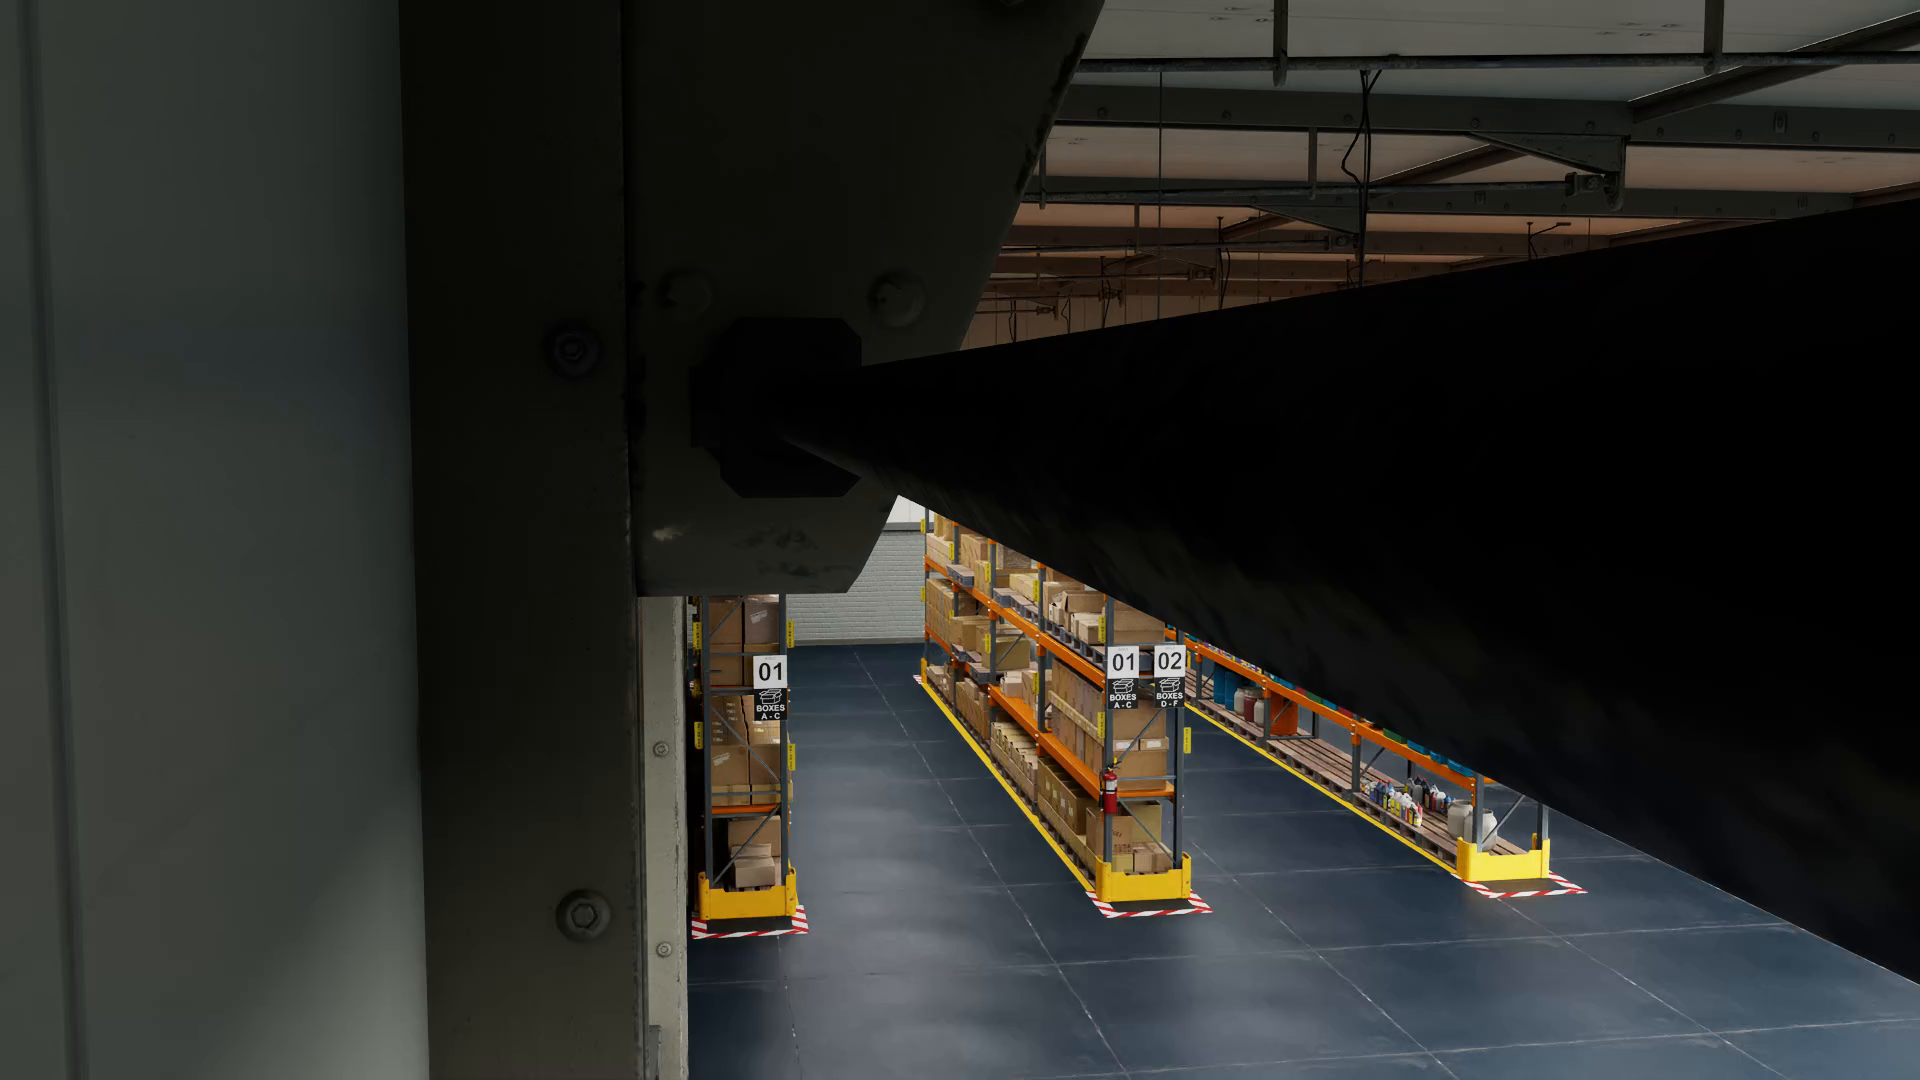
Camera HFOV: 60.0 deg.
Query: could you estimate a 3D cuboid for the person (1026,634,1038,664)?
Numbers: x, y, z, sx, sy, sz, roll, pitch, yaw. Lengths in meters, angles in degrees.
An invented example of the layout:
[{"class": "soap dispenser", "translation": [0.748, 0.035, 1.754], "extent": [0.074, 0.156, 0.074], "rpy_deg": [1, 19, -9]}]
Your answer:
[{"class": "person", "translation": [1.679, 2.282, 36.272], "extent": [0.660, 1.824, 0.722], "rpy_deg": [-4, 6, -36]}]
